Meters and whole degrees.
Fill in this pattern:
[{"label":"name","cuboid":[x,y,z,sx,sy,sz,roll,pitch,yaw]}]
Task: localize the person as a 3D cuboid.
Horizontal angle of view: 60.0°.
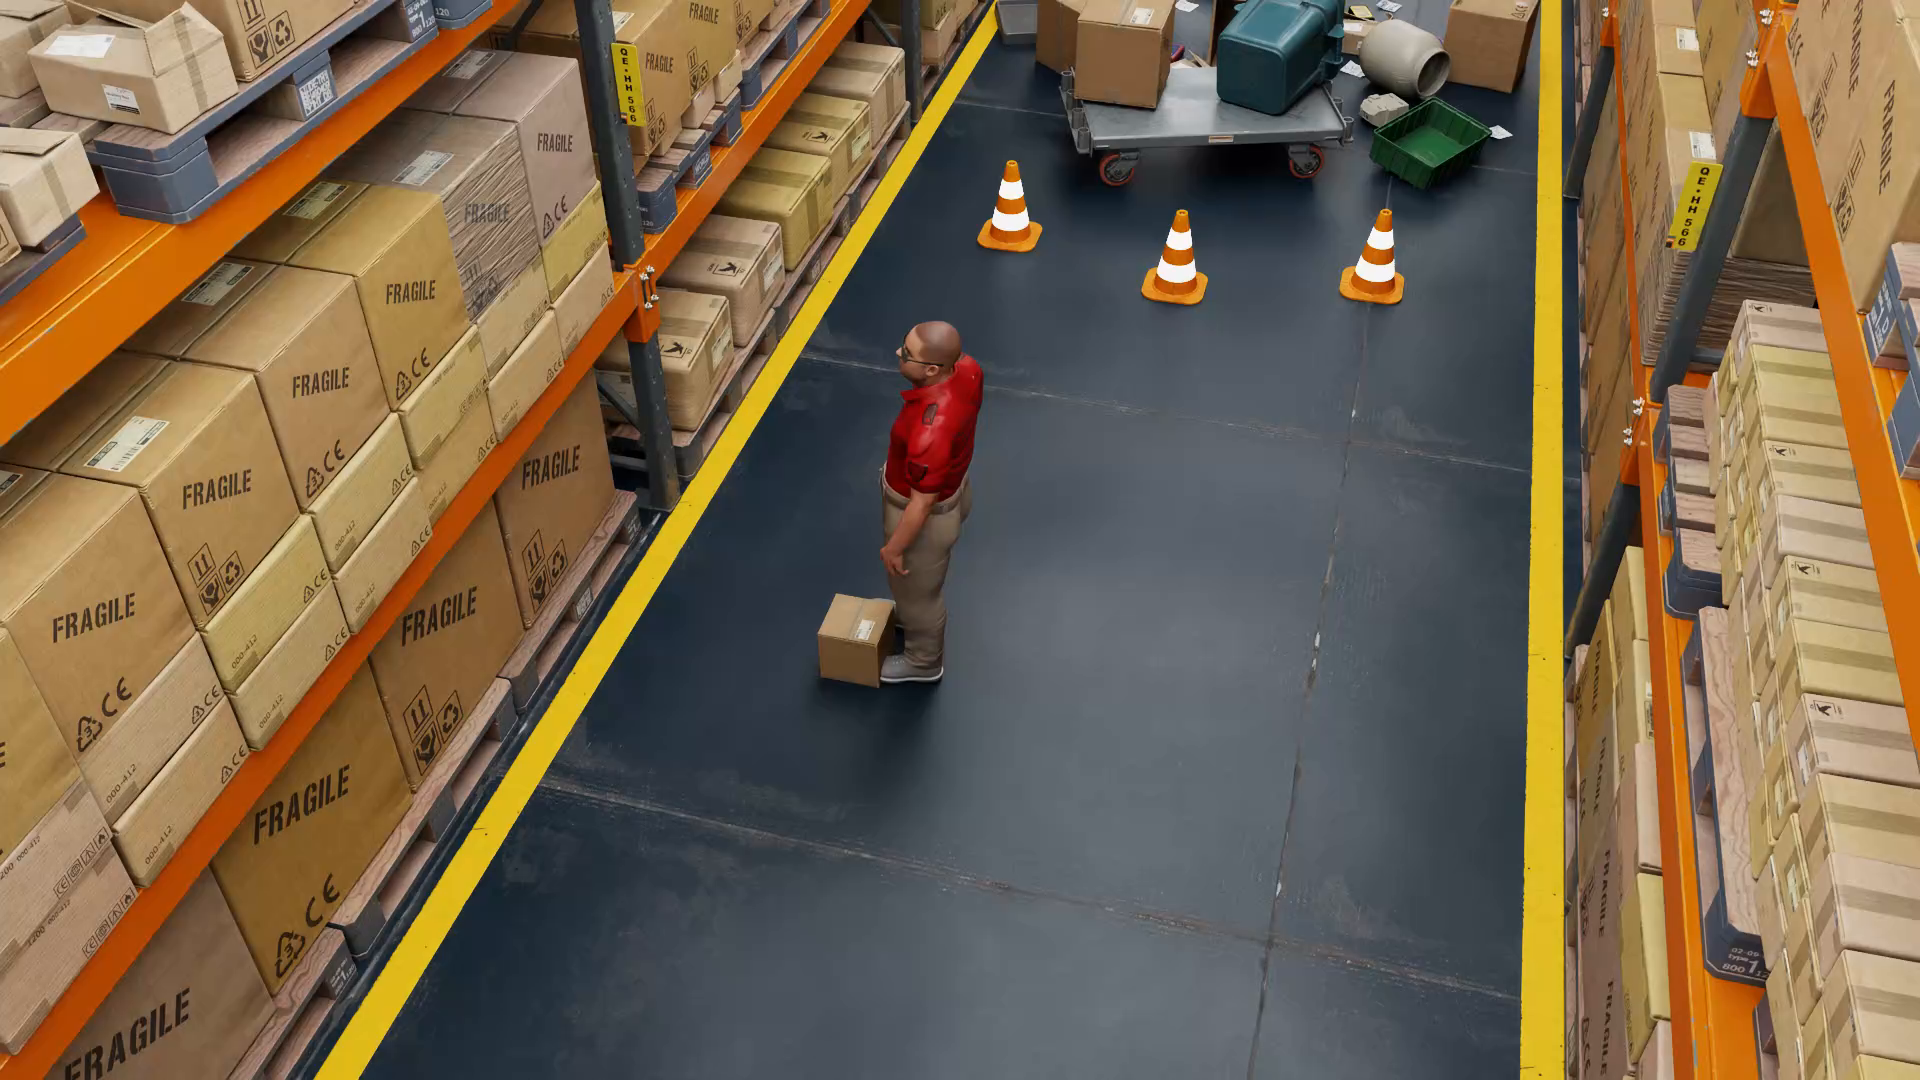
[{"label":"person","cuboid":[-0.218,-0.139,6.317,0.550,1.728,0.642,10,42,11]}]
